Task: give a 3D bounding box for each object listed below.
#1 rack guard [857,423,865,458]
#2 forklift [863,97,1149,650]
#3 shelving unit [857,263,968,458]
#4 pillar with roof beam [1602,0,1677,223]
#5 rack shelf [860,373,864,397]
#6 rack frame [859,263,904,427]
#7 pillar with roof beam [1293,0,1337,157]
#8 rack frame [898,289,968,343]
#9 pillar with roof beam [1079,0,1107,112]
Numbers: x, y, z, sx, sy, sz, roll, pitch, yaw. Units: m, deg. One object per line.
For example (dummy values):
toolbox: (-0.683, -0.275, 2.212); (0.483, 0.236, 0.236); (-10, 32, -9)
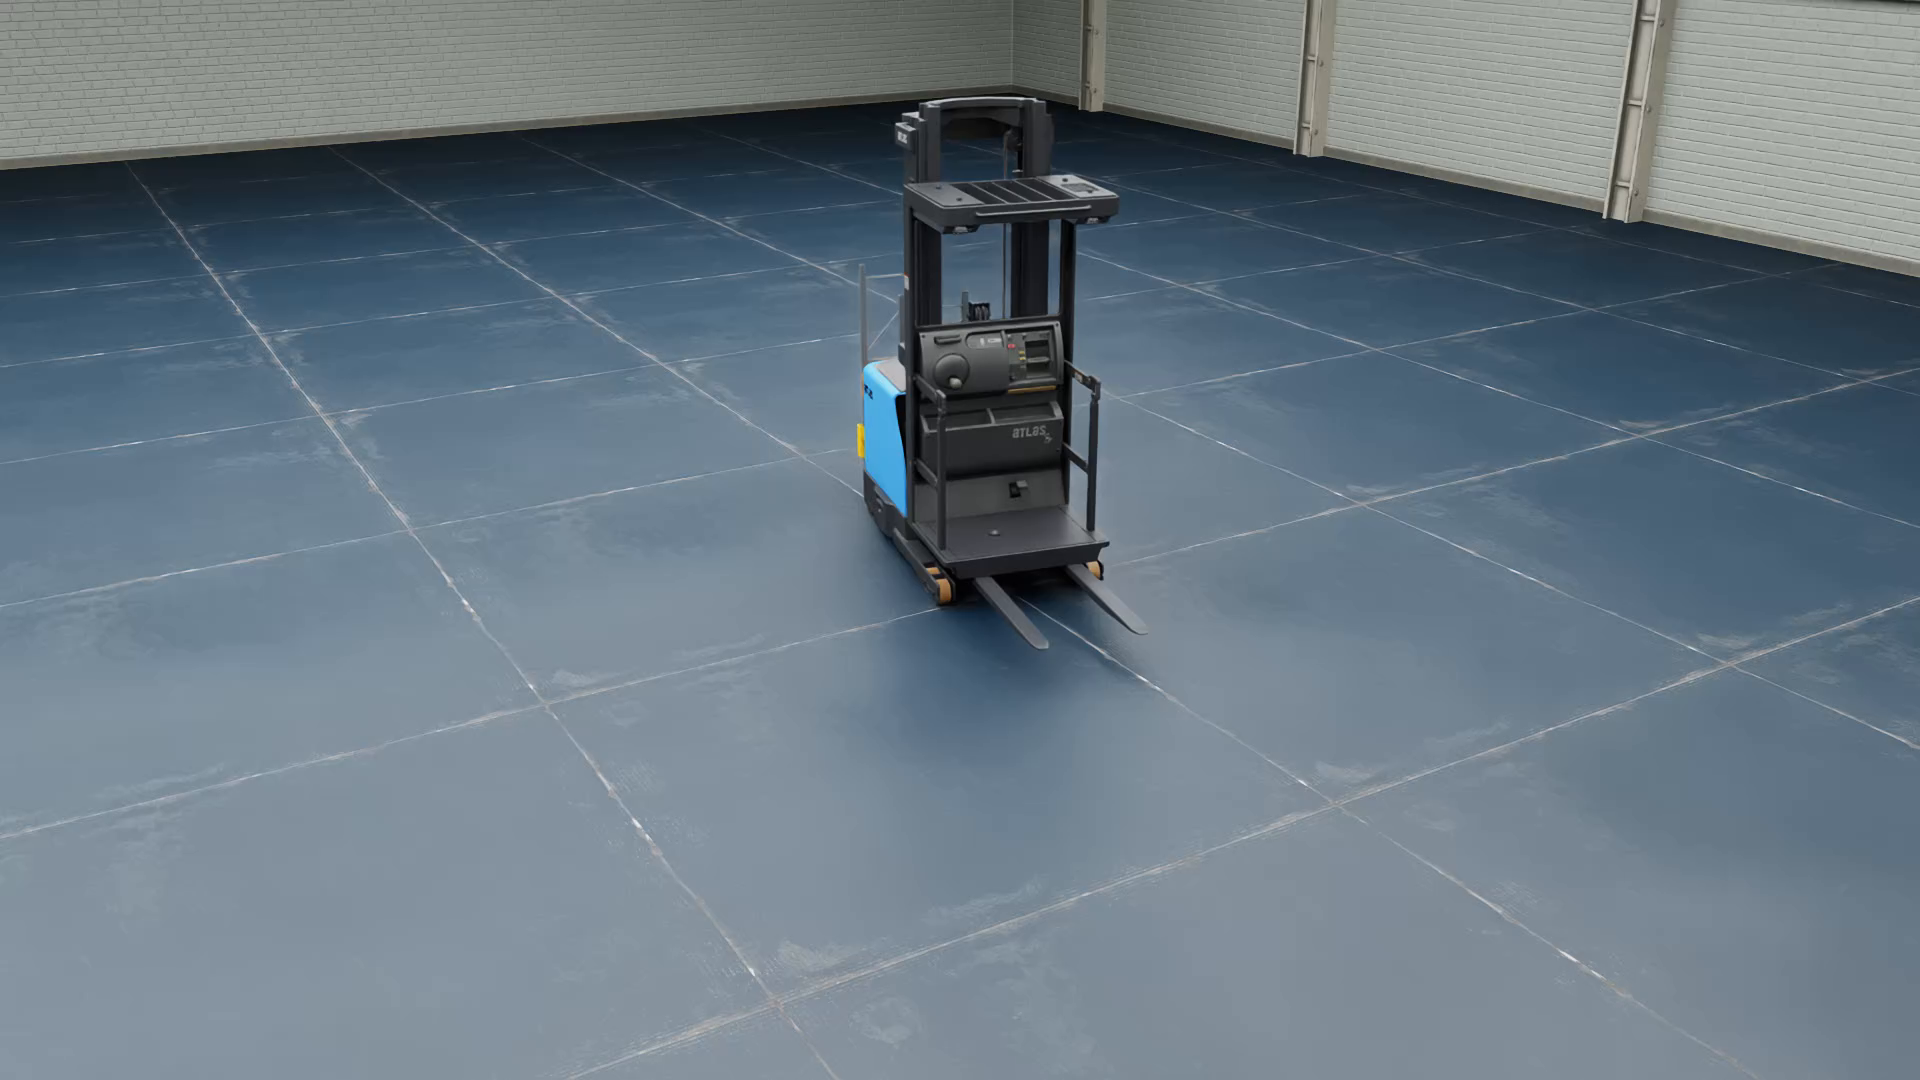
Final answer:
rack guard: (-0.506, -0.802, 12.952); (0.587, 0.250, 0.087); (-7, 23, -17)
forklift: (0.271, -1.124, 10.184); (1.130, 2.935, 3.031); (-7, 23, -17)
shelving unit: (-0.346, -1.203, 12.280); (0.587, 1.500, 1.083); (-7, 23, -17)
pillar with roof beam: (4.880, -7.495, 17.800); (9.100, 9.000, 0.400); (-13, 25, -28)
rack shelf: (-0.349, -1.040, 12.355); (0.538, 0.185, 1.000); (-7, 23, -17)
rack frame: (-0.512, -1.388, 12.734); (0.500, 1.500, 0.032); (-7, 23, -17)
pillar with roof beam: (1.815, -9.437, 22.579); (9.100, 9.000, 0.400); (-13, 25, -28)
rack frame: (-0.186, -1.025, 11.842); (0.500, 1.500, 0.032); (-7, 23, -17)
pillar with roof beam: (-1.250, -11.379, 27.357); (9.100, 9.000, 0.400); (-13, 25, -28)
